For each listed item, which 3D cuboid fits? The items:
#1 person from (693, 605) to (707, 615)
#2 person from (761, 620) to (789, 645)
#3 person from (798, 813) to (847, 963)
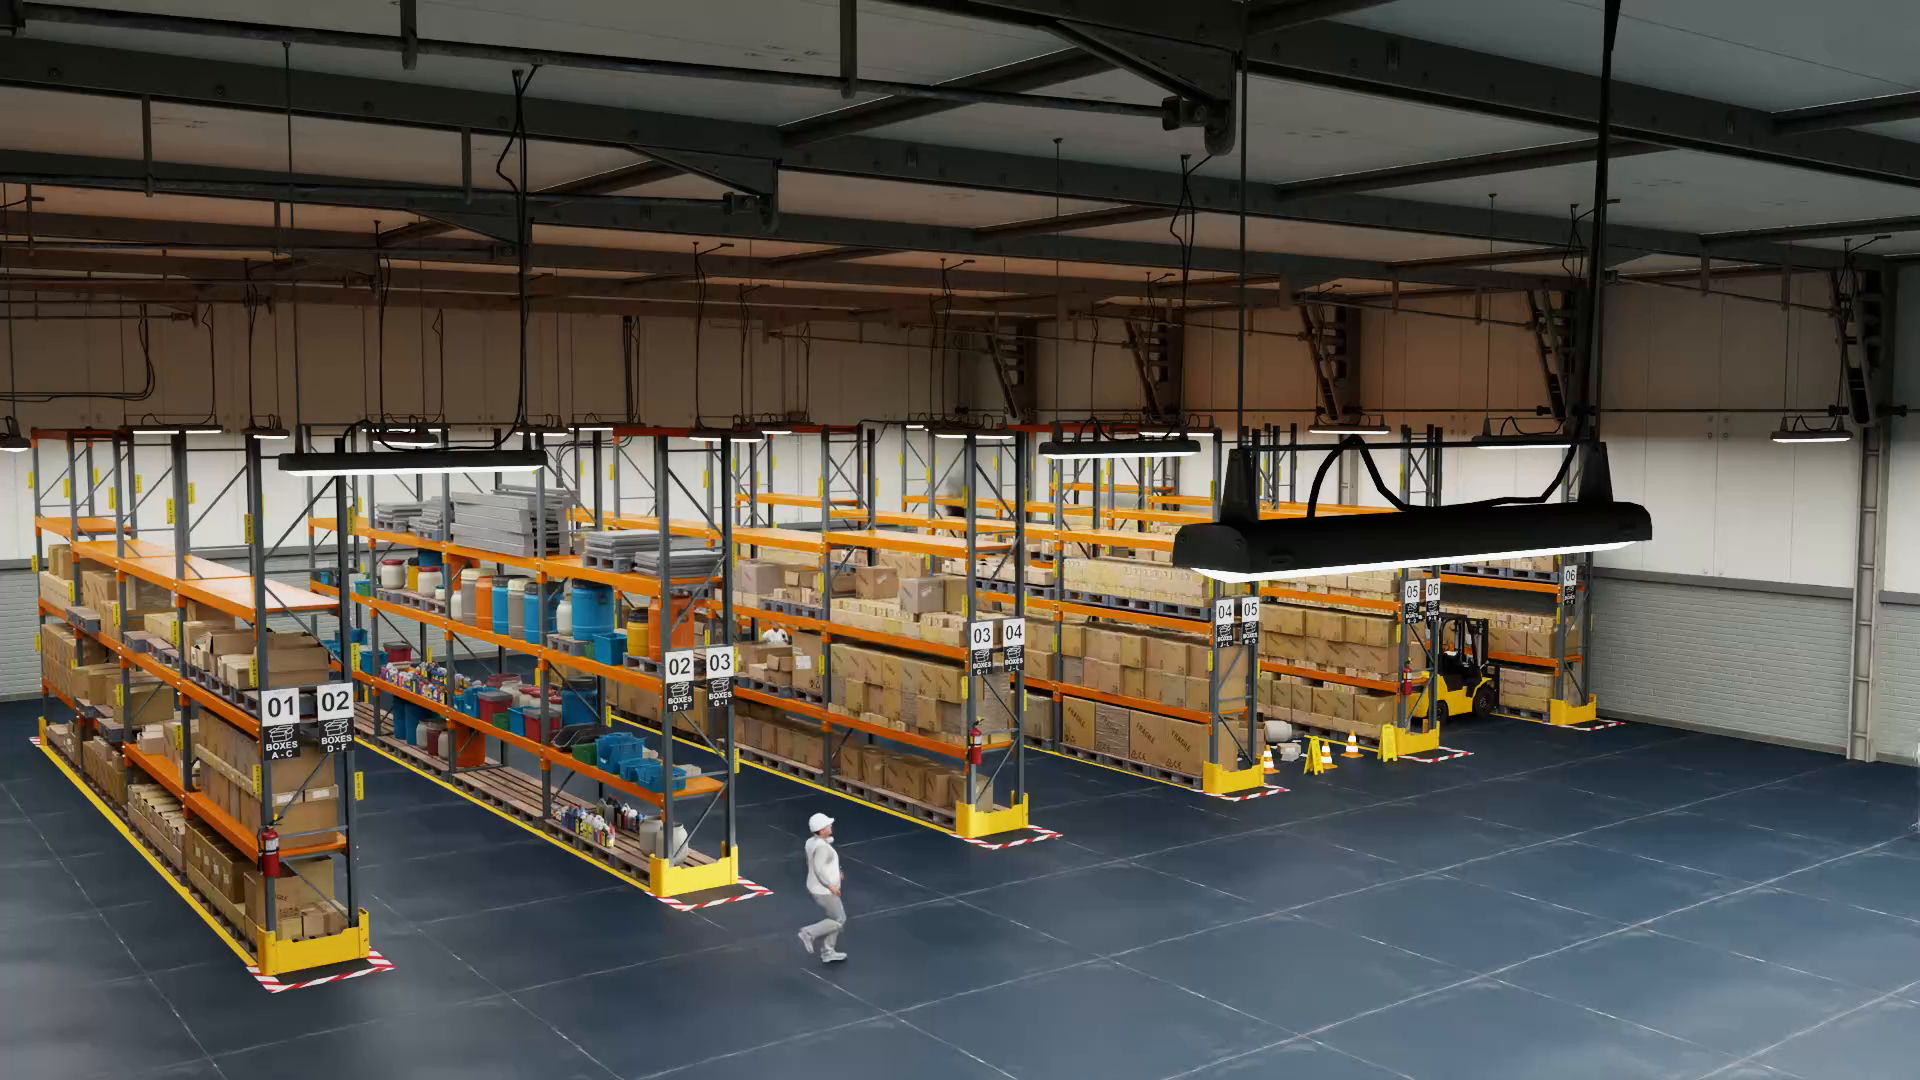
[{"bbox_3d":[-6.536,2.277,40.255,0.710,1.767,0.918,3,5,31],"label":"person"},{"bbox_3d":[-4.062,2.580,36.722,0.654,1.788,0.821,-3,5,-33],"label":"person"},{"bbox_3d":[-1.589,3.981,19.002,0.599,1.731,0.671,-2,5,-21],"label":"person"}]
